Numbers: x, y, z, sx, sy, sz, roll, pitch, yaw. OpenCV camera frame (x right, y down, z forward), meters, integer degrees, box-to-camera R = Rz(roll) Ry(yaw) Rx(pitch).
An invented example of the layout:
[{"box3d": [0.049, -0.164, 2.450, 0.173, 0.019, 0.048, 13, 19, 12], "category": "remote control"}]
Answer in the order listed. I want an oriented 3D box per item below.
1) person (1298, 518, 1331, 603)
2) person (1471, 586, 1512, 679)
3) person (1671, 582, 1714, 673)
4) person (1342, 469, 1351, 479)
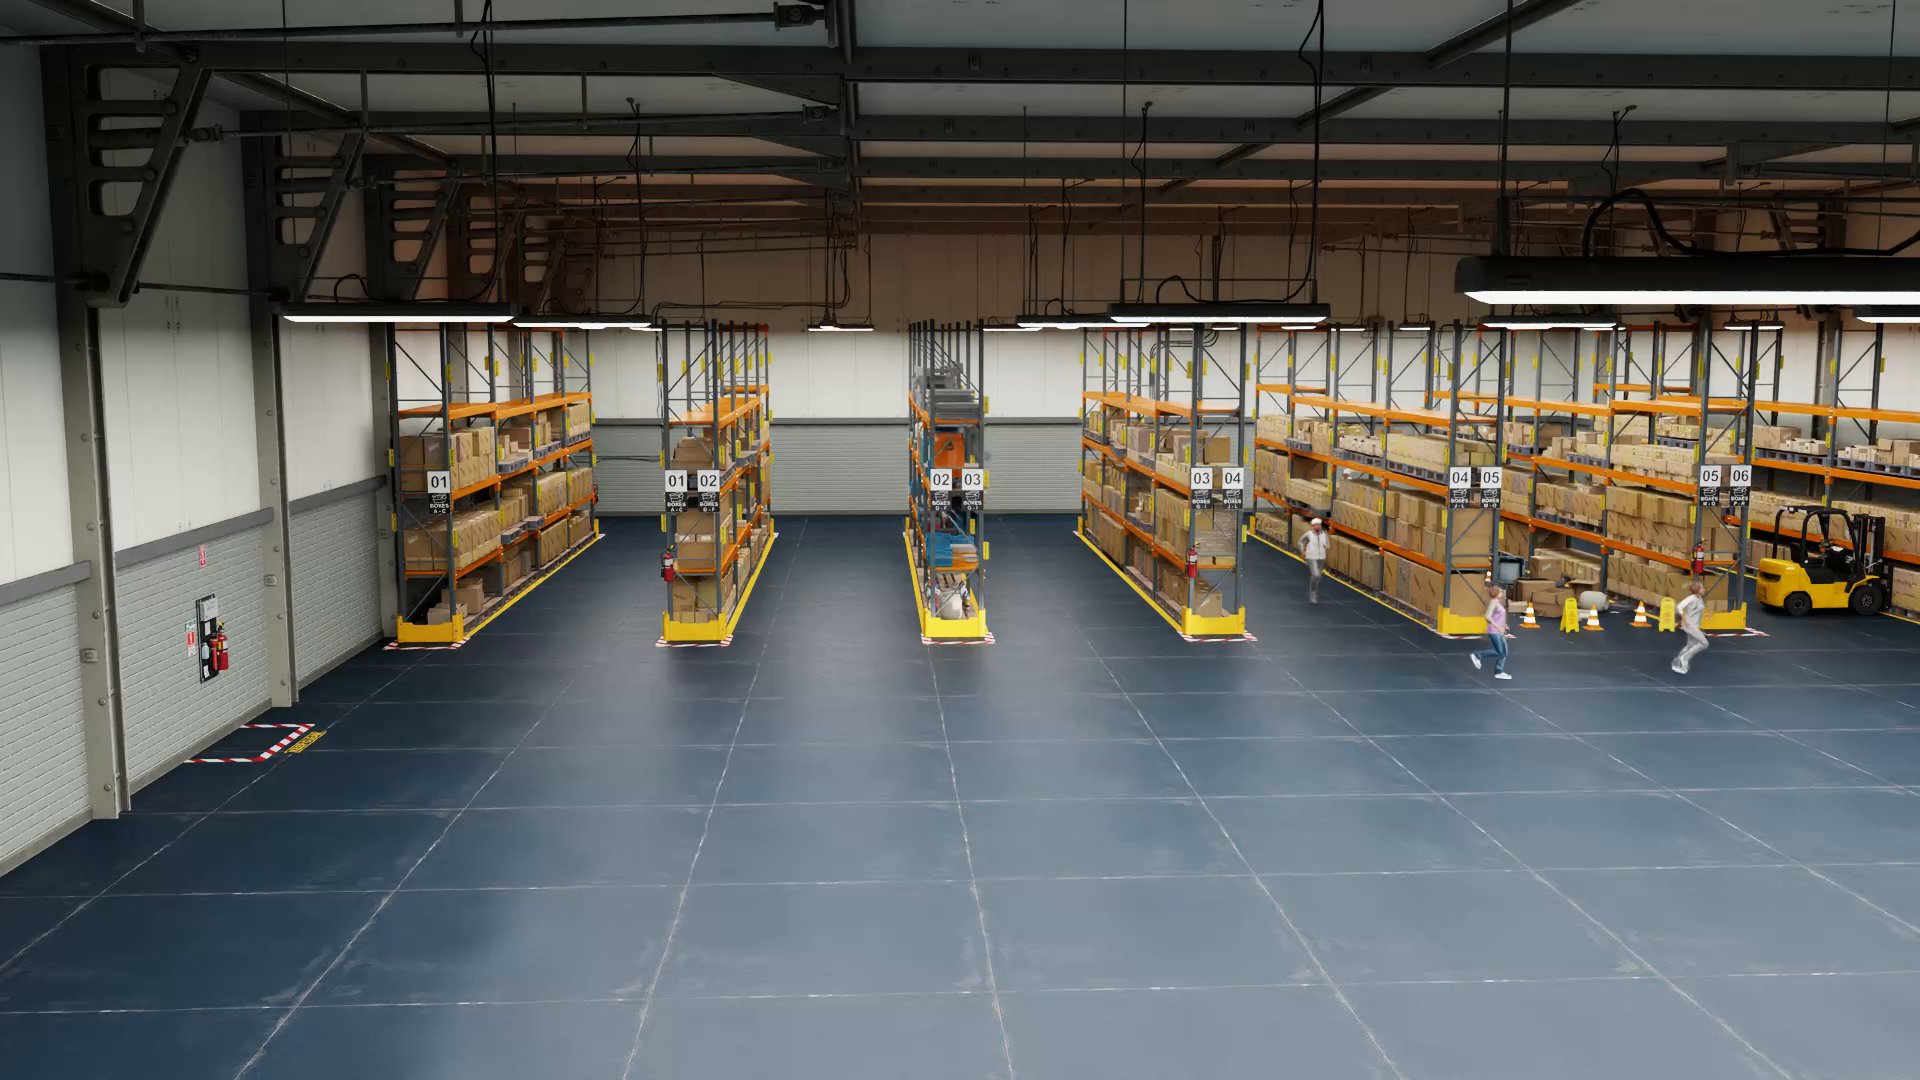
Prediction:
[{"box3d": [7.654, 0.434, 35.791, 0.624, 1.831, 0.752, -2, 7, -15], "category": "person"}, {"box3d": [8.895, 1.528, 27.742, 0.679, 1.552, 0.554, 4, 8, 28], "category": "person"}, {"box3d": [12.379, 1.481, 28.081, 0.619, 1.556, 0.533, 5, 9, 36], "category": "person"}, {"box3d": [11.611, -1.237, 49.399, 0.693, 1.763, 0.676, 1, 7, 6], "category": "person"}]
